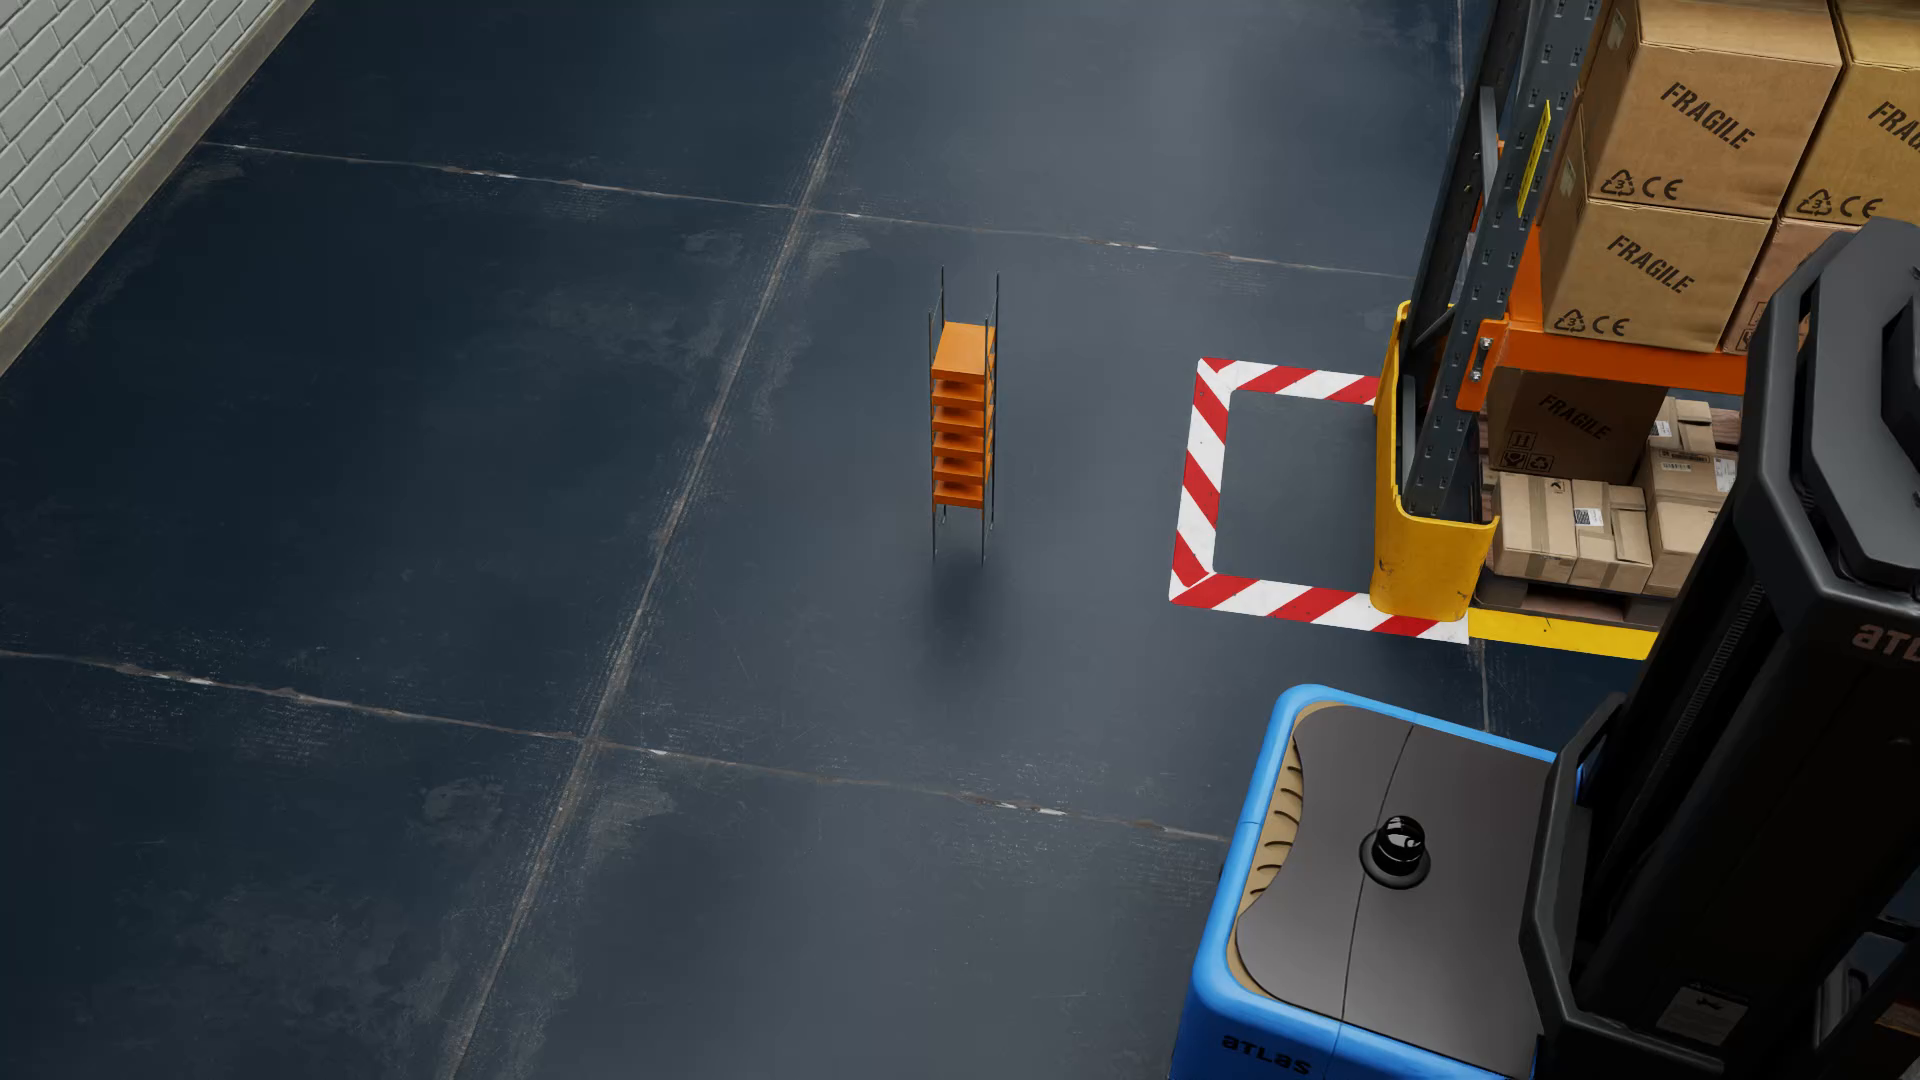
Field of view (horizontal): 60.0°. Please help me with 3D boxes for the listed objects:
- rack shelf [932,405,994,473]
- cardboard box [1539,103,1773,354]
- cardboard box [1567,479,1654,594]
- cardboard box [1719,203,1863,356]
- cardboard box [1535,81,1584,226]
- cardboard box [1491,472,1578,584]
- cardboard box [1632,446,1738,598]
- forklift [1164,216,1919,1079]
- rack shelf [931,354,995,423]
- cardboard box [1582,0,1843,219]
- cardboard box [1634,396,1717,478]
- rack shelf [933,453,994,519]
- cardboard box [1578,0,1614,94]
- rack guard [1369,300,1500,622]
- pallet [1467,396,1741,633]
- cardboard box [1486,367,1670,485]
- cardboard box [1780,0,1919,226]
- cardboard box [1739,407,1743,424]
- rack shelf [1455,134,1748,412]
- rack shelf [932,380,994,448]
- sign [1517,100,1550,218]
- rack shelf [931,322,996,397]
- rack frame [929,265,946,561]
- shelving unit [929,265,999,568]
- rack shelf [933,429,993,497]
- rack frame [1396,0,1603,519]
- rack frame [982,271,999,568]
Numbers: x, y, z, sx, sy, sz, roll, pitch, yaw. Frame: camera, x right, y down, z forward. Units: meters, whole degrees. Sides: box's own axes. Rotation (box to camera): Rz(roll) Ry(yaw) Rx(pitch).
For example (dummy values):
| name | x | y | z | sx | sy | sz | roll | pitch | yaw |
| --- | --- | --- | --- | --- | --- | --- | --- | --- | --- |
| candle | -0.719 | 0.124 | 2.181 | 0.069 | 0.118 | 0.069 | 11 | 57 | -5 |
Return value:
| name | x | y | z | sx | sy | sz | roll | pitch | yaw |
| --- | --- | --- | --- | --- | --- | --- | --- | --- | --- |
| rack shelf | 0.014 | -0.369 | 5.835 | 0.180 | 0.103 | 0.258 | 8 | 49 | 7 |
| cardboard box | 2.070 | -0.941 | 5.012 | 0.500 | 0.500 | 0.500 | 9 | 49 | 8 |
| cardboard box | 2.278 | -0.019 | 5.860 | 0.250 | 0.166 | 0.380 | 8 | 49 | 7 |
| cardboard box | 2.579 | -0.877 | 4.954 | 0.500 | 0.500 | 0.500 | 7 | 48 | 6 |
| cardboard box | 2.170 | -1.333 | 5.364 | 0.500 | 0.500 | 0.500 | 9 | 49 | 8 |
| cardboard box | 2.032 | -0.047 | 5.896 | 0.250 | 0.149 | 0.380 | 8 | 49 | 7 |
| cardboard box | 2.657 | -0.042 | 5.824 | 0.500 | 0.250 | 0.500 | 8 | 49 | 7 |
| forklift | 2.105 | 0.834 | 3.531 | 3.031 | 2.935 | 1.130 | 16 | 50 | 14 |
| rack shelf | 0.014 | -0.530 | 5.657 | 0.180 | 0.103 | 0.258 | 8 | 49 | 7 |
| cardboard box | 2.070 | -1.275 | 4.640 | 0.500 | 0.500 | 0.500 | 9 | 49 | 8 |
| cardboard box | 2.642 | -0.348 | 6.155 | 0.250 | 0.166 | 0.380 | 8 | 49 | 7 |
| rack shelf | 0.014 | -0.209 | 6.014 | 0.180 | 0.103 | 0.258 | 8 | 49 | 7 |
| cardboard box | 2.168 | -1.669 | 4.994 | 0.500 | 0.500 | 0.500 | 7 | 48 | 6 |
| rack guard | 1.755 | -0.314 | 6.196 | 0.348 | 0.500 | 1.175 | 8 | 49 | 7 |
| pallet | 2.540 | -0.112 | 6.209 | 1.213 | 0.211 | 1.003 | 8 | 49 | 7 |
| cardboard box | 2.260 | -0.579 | 6.139 | 0.500 | 0.500 | 0.500 | 8 | 49 | 7 |
| cardboard box | 2.586 | -1.212 | 4.583 | 0.500 | 0.500 | 0.500 | 8 | 49 | 7 |
| cardboard box | 3.189 | -0.348 | 6.099 | 0.500 | 0.250 | 0.500 | 8 | 49 | 7 |
| rack shelf | 3.649 | -0.654 | 5.305 | 4.000 | 0.370 | 1.077 | 8 | 49 | 7 |
| rack shelf | 0.014 | -0.450 | 5.746 | 0.180 | 0.103 | 0.258 | 8 | 49 | 7 |
| sign | 1.584 | -1.052 | 4.596 | 0.005 | 0.325 | 0.100 | 8 | 49 | 7 |
| rack shelf | 0.014 | -0.610 | 5.567 | 0.180 | 0.103 | 0.258 | 8 | 49 | 7 |
| rack frame | -0.076 | -0.411 | 5.813 | 0.006 | 1.200 | 0.240 | 8 | 49 | 7 |
| shelving unit | 0.014 | -0.399 | 5.802 | 0.189 | 1.200 | 0.258 | 8 | 49 | 7 |
| rack shelf | 0.014 | -0.289 | 5.924 | 0.180 | 0.103 | 0.258 | 8 | 49 | 7 |
| rack frame | 1.681 | -1.159 | 5.275 | 0.127 | 3.000 | 1.000 | 8 | 49 | 7 |
| rack frame | 0.104 | -0.387 | 5.791 | 0.006 | 1.200 | 0.240 | 8 | 49 | 7 |
